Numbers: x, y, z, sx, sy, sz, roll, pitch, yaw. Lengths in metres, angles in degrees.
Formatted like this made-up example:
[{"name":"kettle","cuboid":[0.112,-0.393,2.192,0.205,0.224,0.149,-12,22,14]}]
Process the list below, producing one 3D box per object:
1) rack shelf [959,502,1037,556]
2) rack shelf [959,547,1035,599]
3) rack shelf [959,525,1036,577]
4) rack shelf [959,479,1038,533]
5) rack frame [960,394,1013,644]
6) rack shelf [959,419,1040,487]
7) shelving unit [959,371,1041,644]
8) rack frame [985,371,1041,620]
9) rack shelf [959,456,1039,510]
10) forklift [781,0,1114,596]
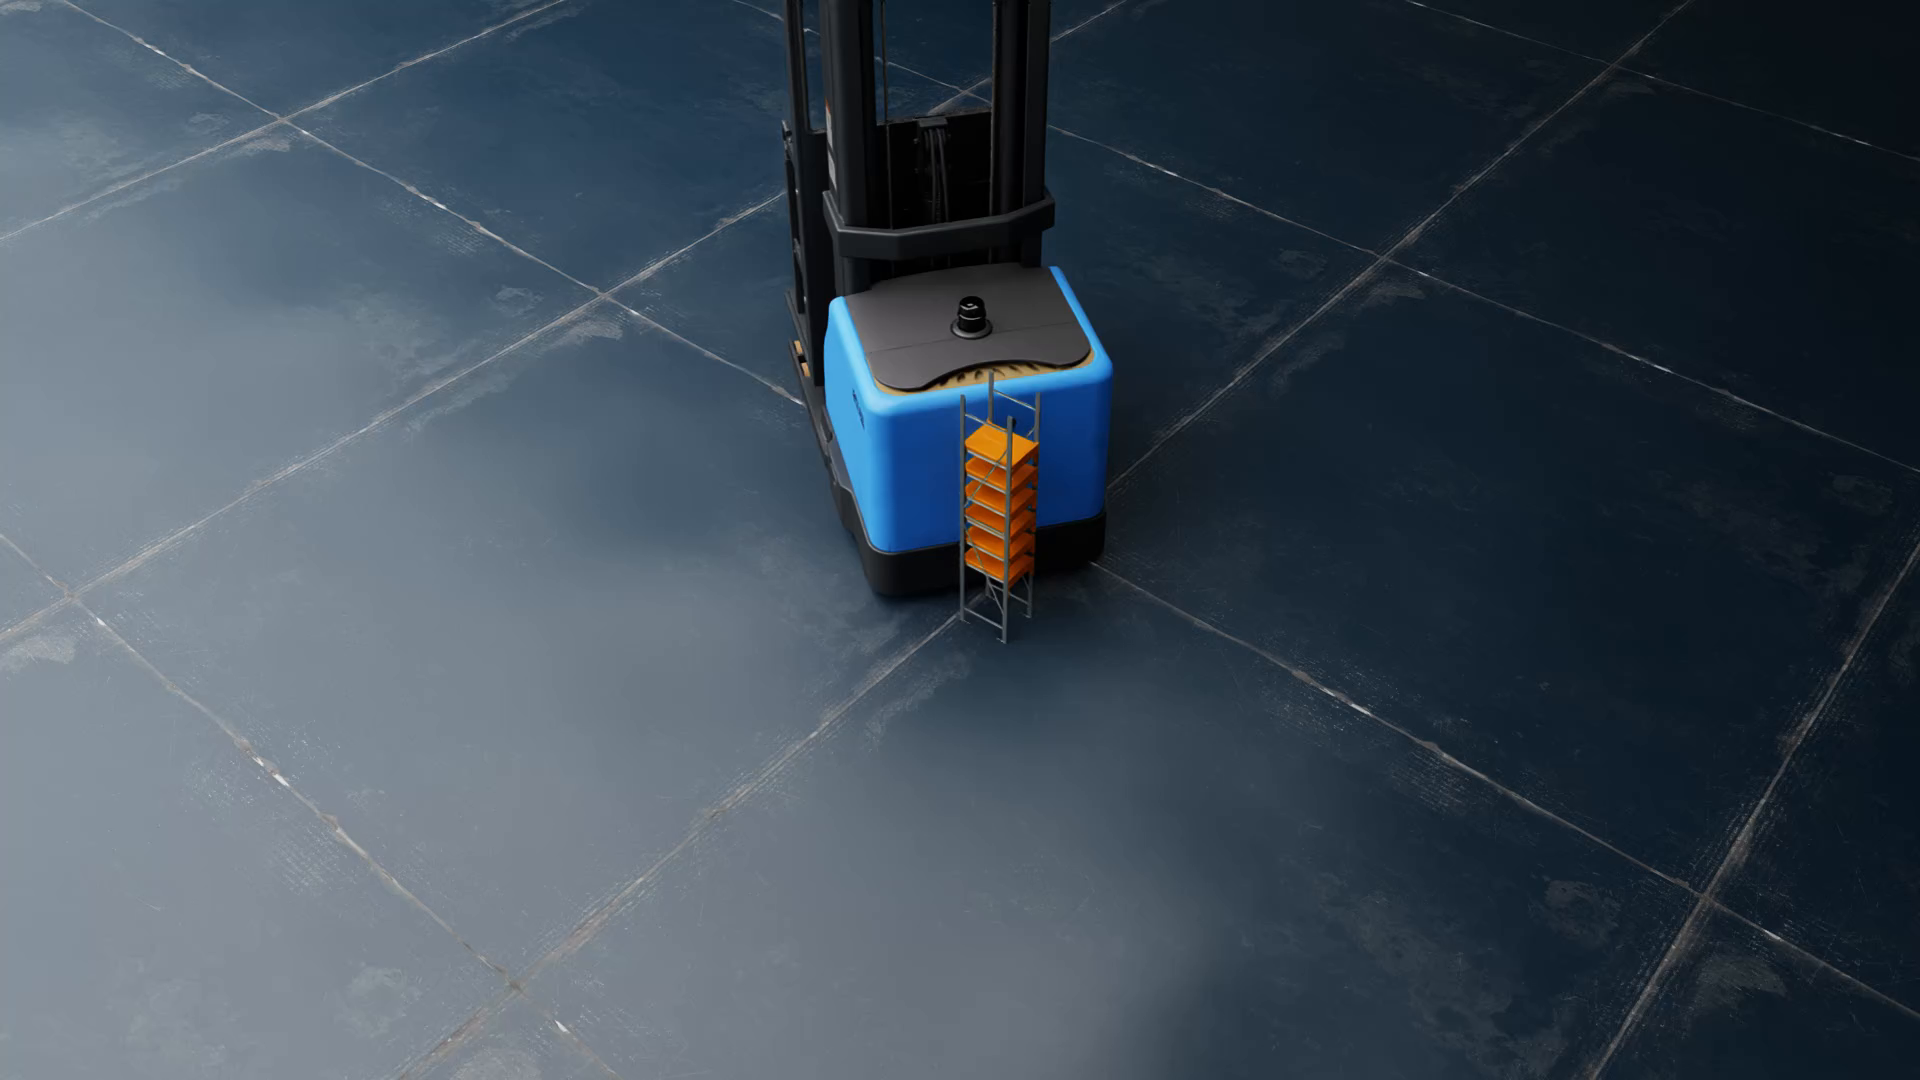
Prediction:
[{"name":"rack shelf","cuboid":[0.153,-0.073,6.686,0.258,0.103,0.180,27,49,26]},{"name":"rack shelf","cuboid":[0.153,0.105,6.848,0.258,0.103,0.180,27,49,26]},{"name":"rack shelf","cuboid":[0.153,0.016,6.767,0.258,0.103,0.180,27,49,26]},{"name":"rack shelf","cuboid":[0.153,-0.161,6.606,0.258,0.103,0.180,27,49,26]},{"name":"rack frame","cuboid":[0.098,-0.056,6.602,0.240,1.200,0.006,27,49,26]},{"name":"rack shelf","cuboid":[0.153,-0.339,6.444,0.258,0.103,0.180,27,49,26]},{"name":"shelving unit","cuboid":[0.153,-0.106,6.656,0.258,1.200,0.189,27,49,26]},{"name":"rack frame","cuboid":[0.208,-0.155,6.711,0.240,1.200,0.006,27,49,26]},{"name":"rack shelf","cuboid":[0.153,-0.250,6.525,0.258,0.103,0.180,27,49,26]},{"name":"forklift","cuboid":[-0.233,-1.852,7.291,1.130,2.935,3.031,-10,43,-11]}]
